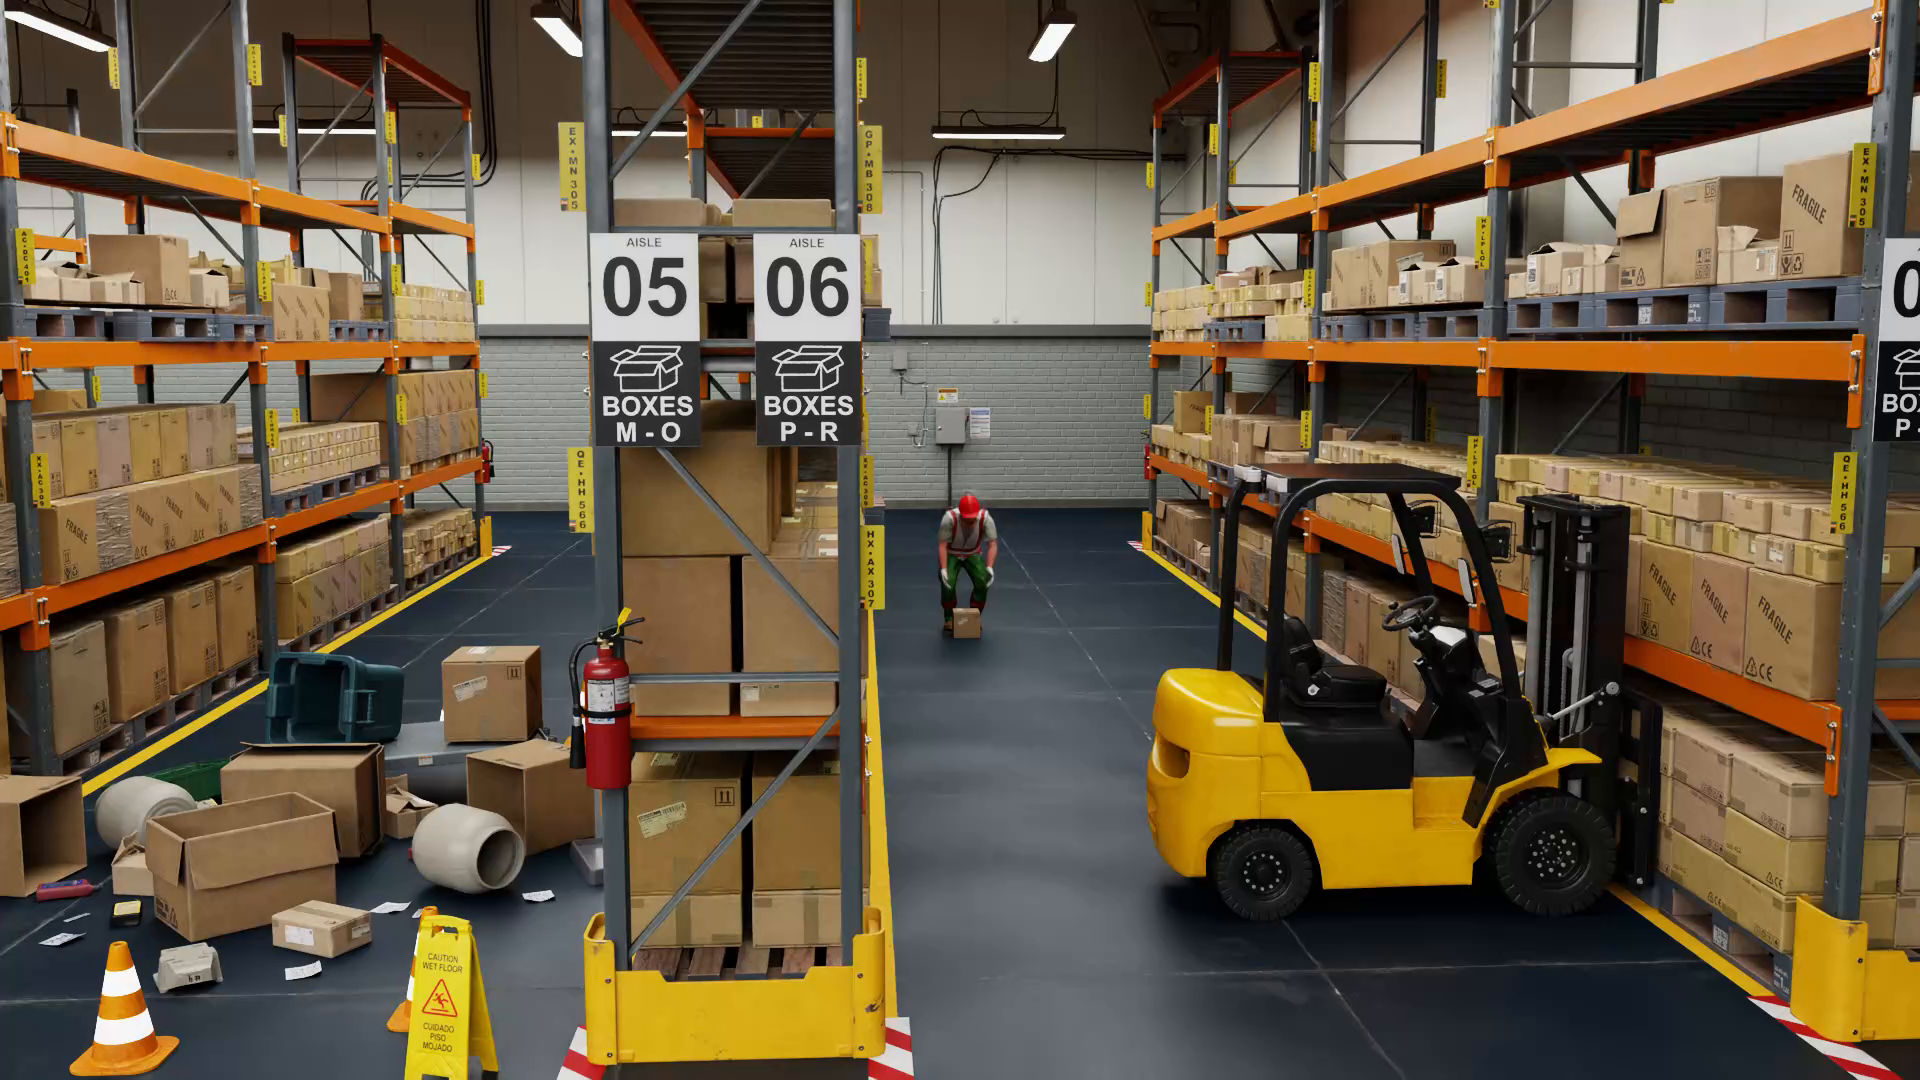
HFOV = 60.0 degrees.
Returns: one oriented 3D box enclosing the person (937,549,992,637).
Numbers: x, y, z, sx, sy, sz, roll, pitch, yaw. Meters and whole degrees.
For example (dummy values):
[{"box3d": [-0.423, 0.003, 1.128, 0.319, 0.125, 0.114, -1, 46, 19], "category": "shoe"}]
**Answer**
[{"box3d": [0.038, 0.510, 16.197, 0.517, 0.812, 0.962, -1, 7, -5], "category": "person"}]
